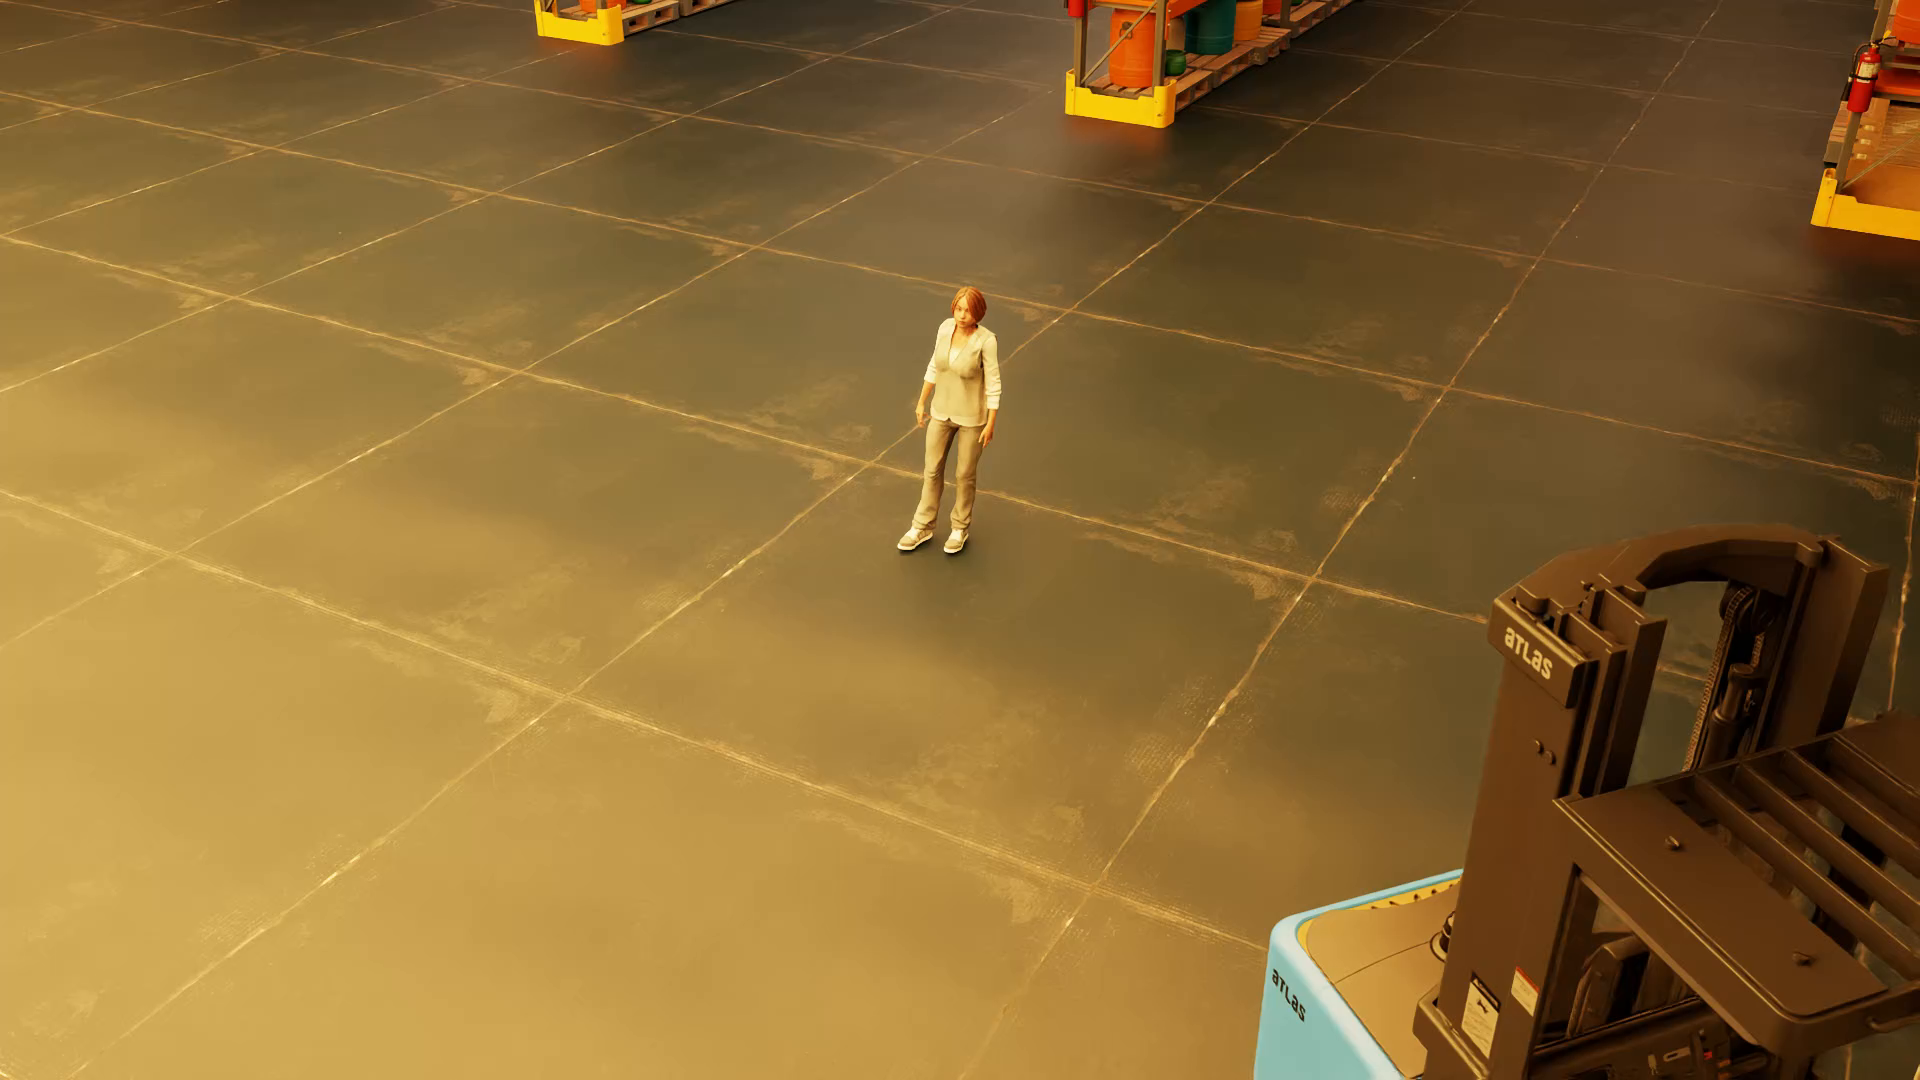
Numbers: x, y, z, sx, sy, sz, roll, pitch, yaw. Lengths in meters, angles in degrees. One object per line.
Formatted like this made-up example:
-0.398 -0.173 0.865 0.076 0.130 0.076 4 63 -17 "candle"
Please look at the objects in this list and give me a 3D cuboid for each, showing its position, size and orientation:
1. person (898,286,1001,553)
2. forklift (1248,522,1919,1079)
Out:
-0.049 -0.669 9.549 0.520 1.599 0.473 15 33 25 "person"
2.022 1.555 4.377 1.130 2.935 3.031 -11 32 -18 "forklift"
